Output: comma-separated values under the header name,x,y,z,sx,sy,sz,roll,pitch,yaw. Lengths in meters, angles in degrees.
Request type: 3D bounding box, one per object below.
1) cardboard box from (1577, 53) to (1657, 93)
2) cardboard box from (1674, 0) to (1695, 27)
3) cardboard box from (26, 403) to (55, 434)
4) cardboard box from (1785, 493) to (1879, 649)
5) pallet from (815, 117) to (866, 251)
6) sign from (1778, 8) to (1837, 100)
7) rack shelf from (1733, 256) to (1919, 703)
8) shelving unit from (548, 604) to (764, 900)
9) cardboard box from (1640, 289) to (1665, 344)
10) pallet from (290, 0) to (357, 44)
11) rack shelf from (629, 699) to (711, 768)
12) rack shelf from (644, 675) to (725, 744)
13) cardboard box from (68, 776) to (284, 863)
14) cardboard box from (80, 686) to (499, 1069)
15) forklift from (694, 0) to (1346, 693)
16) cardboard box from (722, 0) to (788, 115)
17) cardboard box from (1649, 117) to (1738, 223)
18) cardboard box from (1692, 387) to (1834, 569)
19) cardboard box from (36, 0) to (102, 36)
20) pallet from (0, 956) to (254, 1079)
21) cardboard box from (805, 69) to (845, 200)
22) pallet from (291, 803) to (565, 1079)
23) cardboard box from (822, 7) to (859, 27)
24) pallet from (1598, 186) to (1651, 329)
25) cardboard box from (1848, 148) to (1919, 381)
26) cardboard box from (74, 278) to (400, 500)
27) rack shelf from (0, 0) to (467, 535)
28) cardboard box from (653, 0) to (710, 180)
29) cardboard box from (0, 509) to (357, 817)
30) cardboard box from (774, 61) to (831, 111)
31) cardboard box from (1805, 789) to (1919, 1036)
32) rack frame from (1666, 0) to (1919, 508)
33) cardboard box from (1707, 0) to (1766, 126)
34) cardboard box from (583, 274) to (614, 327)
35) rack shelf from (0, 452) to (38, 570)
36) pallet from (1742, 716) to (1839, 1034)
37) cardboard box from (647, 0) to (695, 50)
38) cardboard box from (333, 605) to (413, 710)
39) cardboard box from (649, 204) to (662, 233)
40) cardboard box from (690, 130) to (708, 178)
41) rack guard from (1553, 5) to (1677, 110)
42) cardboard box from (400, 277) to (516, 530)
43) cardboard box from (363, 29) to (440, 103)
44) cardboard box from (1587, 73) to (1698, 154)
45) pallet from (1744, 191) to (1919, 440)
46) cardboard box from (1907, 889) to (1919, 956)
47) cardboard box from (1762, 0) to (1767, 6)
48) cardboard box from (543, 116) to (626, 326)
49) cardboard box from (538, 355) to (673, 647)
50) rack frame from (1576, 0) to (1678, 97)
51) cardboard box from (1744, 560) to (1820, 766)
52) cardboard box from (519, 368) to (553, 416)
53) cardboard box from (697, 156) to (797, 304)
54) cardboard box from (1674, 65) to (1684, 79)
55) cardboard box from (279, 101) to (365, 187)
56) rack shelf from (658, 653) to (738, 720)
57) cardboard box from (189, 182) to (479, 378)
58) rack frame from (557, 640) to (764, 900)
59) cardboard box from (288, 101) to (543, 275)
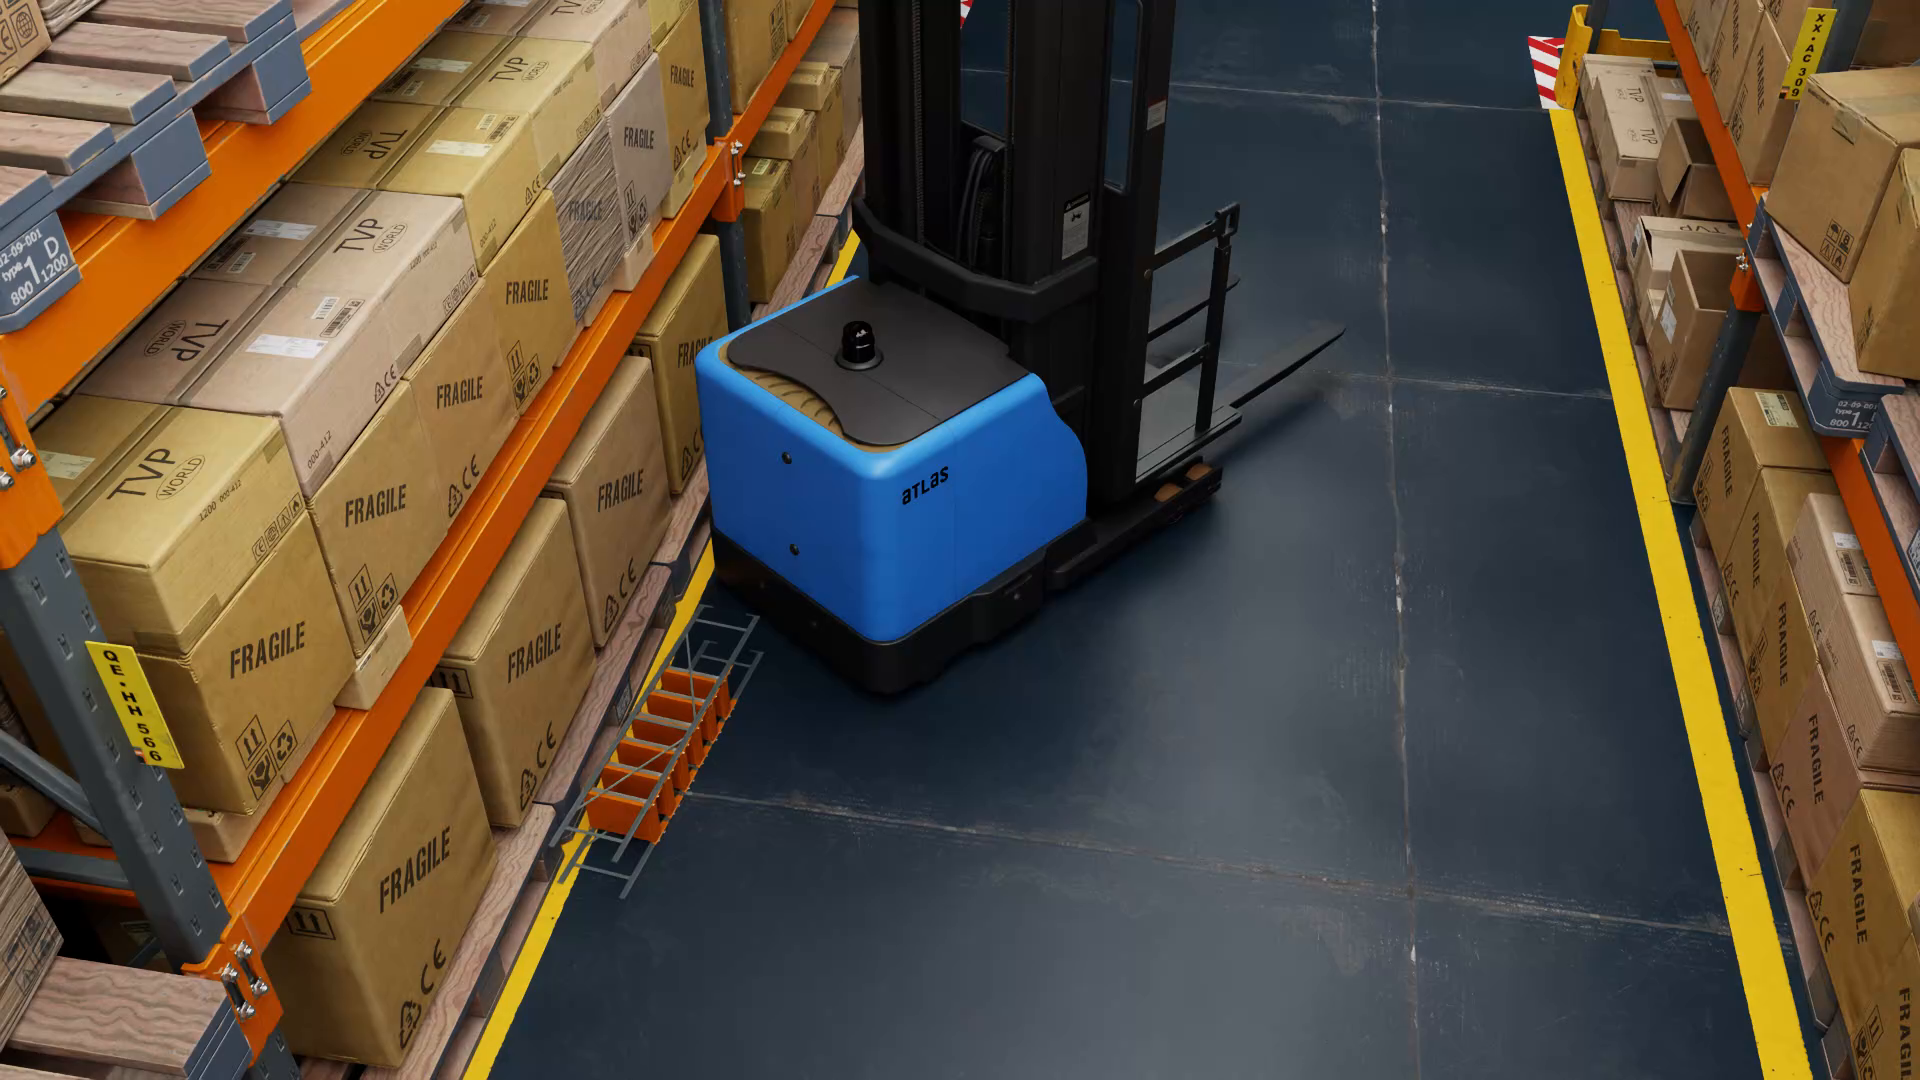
name,x,y,z,sx,sy,sz,roll,pitch,yaw
cardboard box,3.746,-2.643,9.485,0.380,0.149,0.250,6,40,8
cardboard box,3.559,-2.634,7.503,0.500,0.500,0.500,7,40,8
cardboard box,-2.284,-0.084,3.581,0.500,0.250,0.500,7,40,9
cardboard box,2.968,0.122,5.276,0.500,0.250,0.500,6,40,8
pallet,-0.997,-1.993,8.994,1.003,0.211,1.213,6,40,8
sign,2.929,-1.676,5.743,0.100,0.325,0.005,6,40,8
rack shelf,3.119,0.246,4.664,1.077,0.370,4.000,6,40,8
shelving unit,-1.021,0.697,5.755,0.258,0.189,1.200,11,41,13
cardboard box,3.290,-0.989,7.484,0.380,0.149,0.250,6,40,8
pallet,-1.857,-1.516,4.023,1.003,0.211,1.213,8,40,10
rack shelf,-1.008,0.670,5.788,0.258,0.180,0.103,11,41,13
rack shelf,-0.974,0.596,5.877,0.258,0.180,0.103,11,41,13
cardboard box,-1.822,0.588,3.867,0.380,0.149,0.250,6,40,7
cardboard box,-1.851,0.899,4.666,0.750,0.750,0.750,6,40,7
forklift,0.447,-1.408,6.153,3.031,2.935,1.130,-32,49,-33
cardboard box,-1.305,-2.285,6.924,0.980,0.700,0.700,7,40,8
cardboard box,3.785,-1.674,8.035,0.797,0.503,0.637,6,40,8
cardboard box,3.141,-0.216,6.274,0.500,0.500,0.500,5,40,6
cardboard box,-2.040,-1.334,3.231,0.700,0.500,0.500,4,40,5
pallet,-2.125,1.212,3.080,1.213,0.211,1.003,6,40,8
cardboard box,-1.003,-2.124,8.597,0.700,0.500,0.500,7,40,9
pallet,-1.896,1.268,5.051,1.003,0.211,1.213,6,40,8
cardboard box,-0.832,-2.775,9.385,0.700,0.500,0.500,6,40,8
pallet,3.793,-1.411,8.291,1.003,0.211,1.213,6,40,8
cardboard box,3.106,-0.776,4.927,0.700,0.500,0.500,12,41,15
cardboard box,-1.682,-0.364,3.920,0.500,0.250,0.500,6,40,7
rack shelf,-1.761,-1.454,4.366,1.077,0.370,4.000,6,40,8
cardboard box,-1.247,-1.674,6.093,0.500,0.500,0.500,6,40,7
cardboard box,-1.771,0.242,3.776,0.500,0.500,0.500,8,40,9
cardboard box,-0.855,-2.260,8.252,0.380,0.149,0.250,5,40,6
cardboard box,2.793,1.080,4.707,0.500,0.500,0.500,5,40,6
rack frame,3.465,-1.287,5.952,1.000,3.000,0.127,6,40,8
cardboard box,3.386,-1.991,6.726,0.500,0.500,0.500,7,40,9
cardboard box,-1.400,-0.861,5.619,0.380,0.149,0.250,6,40,8
rack shelf,-2.453,1.056,1.329,1.077,0.370,4.000,6,40,8
pallet,3.152,1.070,5.290,1.003,0.211,1.213,6,40,8
cardboard box,-1.244,-1.959,5.850,0.500,0.250,0.500,7,40,9
cardboard box,-1.640,0.273,4.247,0.380,0.149,0.250,8,40,9
cardboard box,-1.304,-1.180,6.004,0.380,0.149,0.250,8,40,9
cardboard box,-1.195,-1.498,6.390,0.380,0.149,0.250,7,40,8
rack guard,4.144,-2.786,9.728,1.175,0.500,0.348,6,40,8
cardboard box,-1.584,-0.397,4.548,0.500,0.500,0.500,6,40,7
cardboard box,-1.917,-1.376,5.145,0.500,0.250,0.500,5,40,6
cardboard box,3.697,-2.283,8.970,0.500,0.250,0.500,6,40,8
pallet,3.219,-0.723,5.422,1.003,0.211,1.213,6,40,8
cardboard box,2.709,1.080,4.118,0.500,0.250,0.500,8,40,9
cardboard box,3.383,-2.379,6.410,0.500,0.500,0.500,6,40,7
cardboard box,-1.420,-1.039,5.325,0.500,0.500,0.500,6,40,8
cardboard box,-1.550,-0.184,5.976,0.750,0.750,0.750,8,40,9
rack frame,4.157,-3.797,8.989,1.000,3.000,0.127,6,40,8
cardboard box,2.966,0.432,5.489,0.500,0.500,0.500,7,40,8
cardboard box,-1.515,-0.540,5.231,0.380,0.149,0.250,8,40,9
cardboard box,-1.185,-1.487,7.827,0.700,0.500,0.500,7,40,8
cardboard box,4.305,-2.635,9.200,0.500,0.500,0.500,6,40,8
cardboard box,-2.011,-1.049,4.749,0.500,0.250,0.500,6,40,7
rack shelf,-0.940,0.523,5.965,0.258,0.180,0.103,11,41,13
cardboard box,-1.600,-0.678,4.300,0.500,0.250,0.500,7,40,8
rack frame,-1.021,0.767,5.813,0.240,0.006,1.200,11,41,13
cardboard box,-1.518,-1.000,4.689,0.500,0.250,0.500,6,40,7
